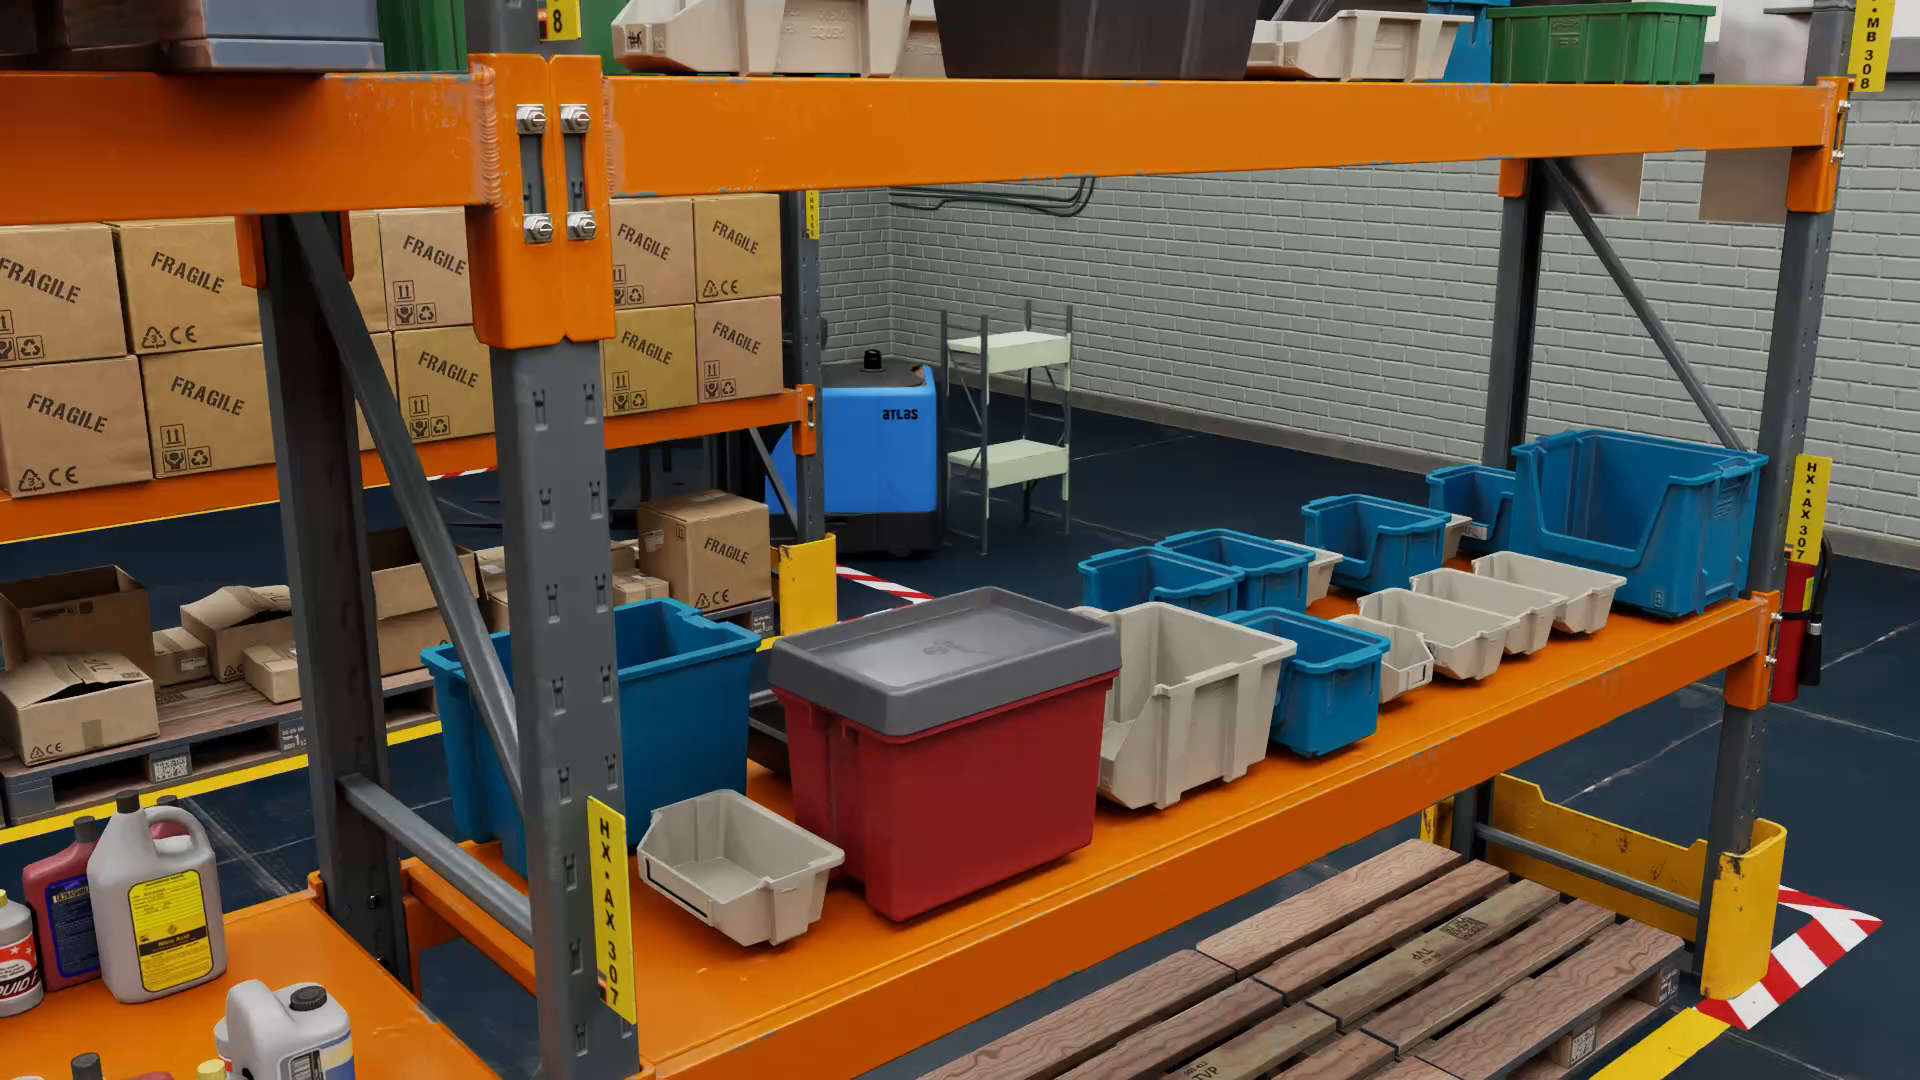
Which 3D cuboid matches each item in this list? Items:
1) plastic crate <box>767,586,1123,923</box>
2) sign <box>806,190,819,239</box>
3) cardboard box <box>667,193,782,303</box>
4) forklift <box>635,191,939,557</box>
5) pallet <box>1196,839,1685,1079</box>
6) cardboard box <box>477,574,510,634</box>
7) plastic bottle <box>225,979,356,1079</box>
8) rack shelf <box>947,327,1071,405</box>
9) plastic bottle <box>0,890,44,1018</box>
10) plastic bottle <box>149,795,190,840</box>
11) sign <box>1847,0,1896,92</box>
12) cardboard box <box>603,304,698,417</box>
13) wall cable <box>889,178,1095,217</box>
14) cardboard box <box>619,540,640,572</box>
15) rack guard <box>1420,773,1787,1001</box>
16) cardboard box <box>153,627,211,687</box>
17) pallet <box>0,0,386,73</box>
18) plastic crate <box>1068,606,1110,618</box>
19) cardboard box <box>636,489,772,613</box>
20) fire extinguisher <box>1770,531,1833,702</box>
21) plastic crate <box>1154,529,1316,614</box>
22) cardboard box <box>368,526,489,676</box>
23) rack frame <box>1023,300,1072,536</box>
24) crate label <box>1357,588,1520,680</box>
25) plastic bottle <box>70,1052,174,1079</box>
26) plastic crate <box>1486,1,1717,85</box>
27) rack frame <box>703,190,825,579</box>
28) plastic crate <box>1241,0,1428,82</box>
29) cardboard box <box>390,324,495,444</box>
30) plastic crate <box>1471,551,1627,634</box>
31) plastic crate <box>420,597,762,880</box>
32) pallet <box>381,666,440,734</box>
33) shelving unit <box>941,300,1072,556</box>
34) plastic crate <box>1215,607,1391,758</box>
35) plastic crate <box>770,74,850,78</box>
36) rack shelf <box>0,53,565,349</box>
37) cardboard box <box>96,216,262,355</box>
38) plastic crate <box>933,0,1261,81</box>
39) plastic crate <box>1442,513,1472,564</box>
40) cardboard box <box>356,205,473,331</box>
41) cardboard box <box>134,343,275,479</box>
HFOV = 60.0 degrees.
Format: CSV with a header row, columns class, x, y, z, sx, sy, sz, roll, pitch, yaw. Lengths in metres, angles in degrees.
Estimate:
class,x,y,z,sx,sy,sz,roll,pitch,yaw
plastic crate,-0.024,0.399,3.204,0.583,0.464,0.402,-13,19,-39
sign,-0.744,-1.682,8.379,0.005,0.325,0.100,-13,19,-39
cardboard box,-1.249,-1.484,8.362,0.500,0.500,0.500,-13,20,-40
forklift,-1.663,-1.403,10.324,3.031,2.935,1.130,-1,15,-2
pallet,1.508,1.363,5.239,1.213,0.211,1.003,-13,19,-39
cardboard box,-2.078,0.330,8.179,0.500,0.250,0.500,-13,19,-39
plastic bottle,-0.947,0.751,2.367,0.135,0.276,0.152,-13,19,-39
rack shelf,0.296,-1.106,10.473,0.720,0.370,0.431,-13,20,-40
plastic bottle,-1.595,0.682,2.770,0.097,0.201,0.097,0,15,0
plastic bottle,-1.419,0.596,2.930,0.133,0.283,0.061,-13,19,-39
sign,2.529,-1.411,4.610,0.005,0.325,0.100,-13,19,-39
cardboard box,-1.642,-0.912,8.159,0.500,0.500,0.500,-12,19,-39
wall cable,0.153,-4.332,15.547,0.112,2.526,3.097,-13,19,-39
cardboard box,-1.823,0.121,9.122,0.250,0.166,0.380,-13,19,-39
rack guard,2.165,1.085,5.721,0.348,0.500,1.175,-13,19,-39
cardboard box,-3.624,0.534,7.610,0.250,0.149,0.380,-13,19,-39
pallet,-1.389,-0.645,1.906,1.003,0.211,1.213,-13,19,-39
plastic crate,0.254,0.306,4.187,0.466,0.136,0.293,-13,19,-39
cardboard box,-1.342,0.054,8.728,0.500,0.500,0.500,-13,19,-39
fire extinguisher,2.567,0.164,5.196,0.183,0.674,0.296,-13,19,-39
plastic crate,0.760,0.136,4.636,0.300,0.233,0.416,-13,19,-39
cardboard box,-2.697,0.270,7.910,0.637,0.503,0.797,-13,19,-39
rack frame,0.567,-0.793,10.811,0.023,1.500,0.400,-13,20,-40
crate label,1.237,0.253,4.383,0.243,0.136,0.396,-13,19,-39
plastic bottle,-1.092,0.795,2.187,0.133,0.283,0.061,-13,19,-39
plastic crate,1.599,-1.241,4.180,0.336,0.188,0.450,-13,19,-39
rack frame,-1.093,-1.082,8.986,0.127,3.000,1.000,-13,19,-39
plastic crate,0.822,-1.330,4.226,0.767,0.338,0.504,-13,19,-39
cardboard box,-2.402,-0.744,7.528,0.500,0.500,0.500,-13,20,-40
plastic crate,1.659,0.155,4.751,0.243,0.136,0.396,-13,19,-39
plastic crate,-0.734,0.394,3.376,0.575,0.384,0.392,-13,19,-39
pallet,-2.671,0.620,8.022,1.213,0.211,1.003,-13,19,-39
shelving unit,0.296,-0.729,10.573,0.755,1.500,0.431,-13,20,-40
plastic crate,0.774,0.333,3.898,0.300,0.233,0.416,-13,19,-39
plastic crate,-0.385,-1.024,3.282,0.300,0.233,0.416,-13,19,-39
rack shelf,-2.371,-0.202,1.274,4.000,0.370,1.077,-13,19,-39
cardboard box,-3.182,-1.048,6.729,0.500,0.500,0.500,-13,20,-41
plastic crate,0.255,-0.982,3.055,0.590,0.269,0.497,-13,19,-39
plastic crate,1.457,-0.002,5.340,0.298,0.136,0.250,-13,19,-39
cardboard box,-2.405,-1.222,7.383,0.500,0.500,0.500,-12,19,-38
cardboard box,-3.163,-0.573,6.888,0.500,0.500,0.500,-12,19,-38
